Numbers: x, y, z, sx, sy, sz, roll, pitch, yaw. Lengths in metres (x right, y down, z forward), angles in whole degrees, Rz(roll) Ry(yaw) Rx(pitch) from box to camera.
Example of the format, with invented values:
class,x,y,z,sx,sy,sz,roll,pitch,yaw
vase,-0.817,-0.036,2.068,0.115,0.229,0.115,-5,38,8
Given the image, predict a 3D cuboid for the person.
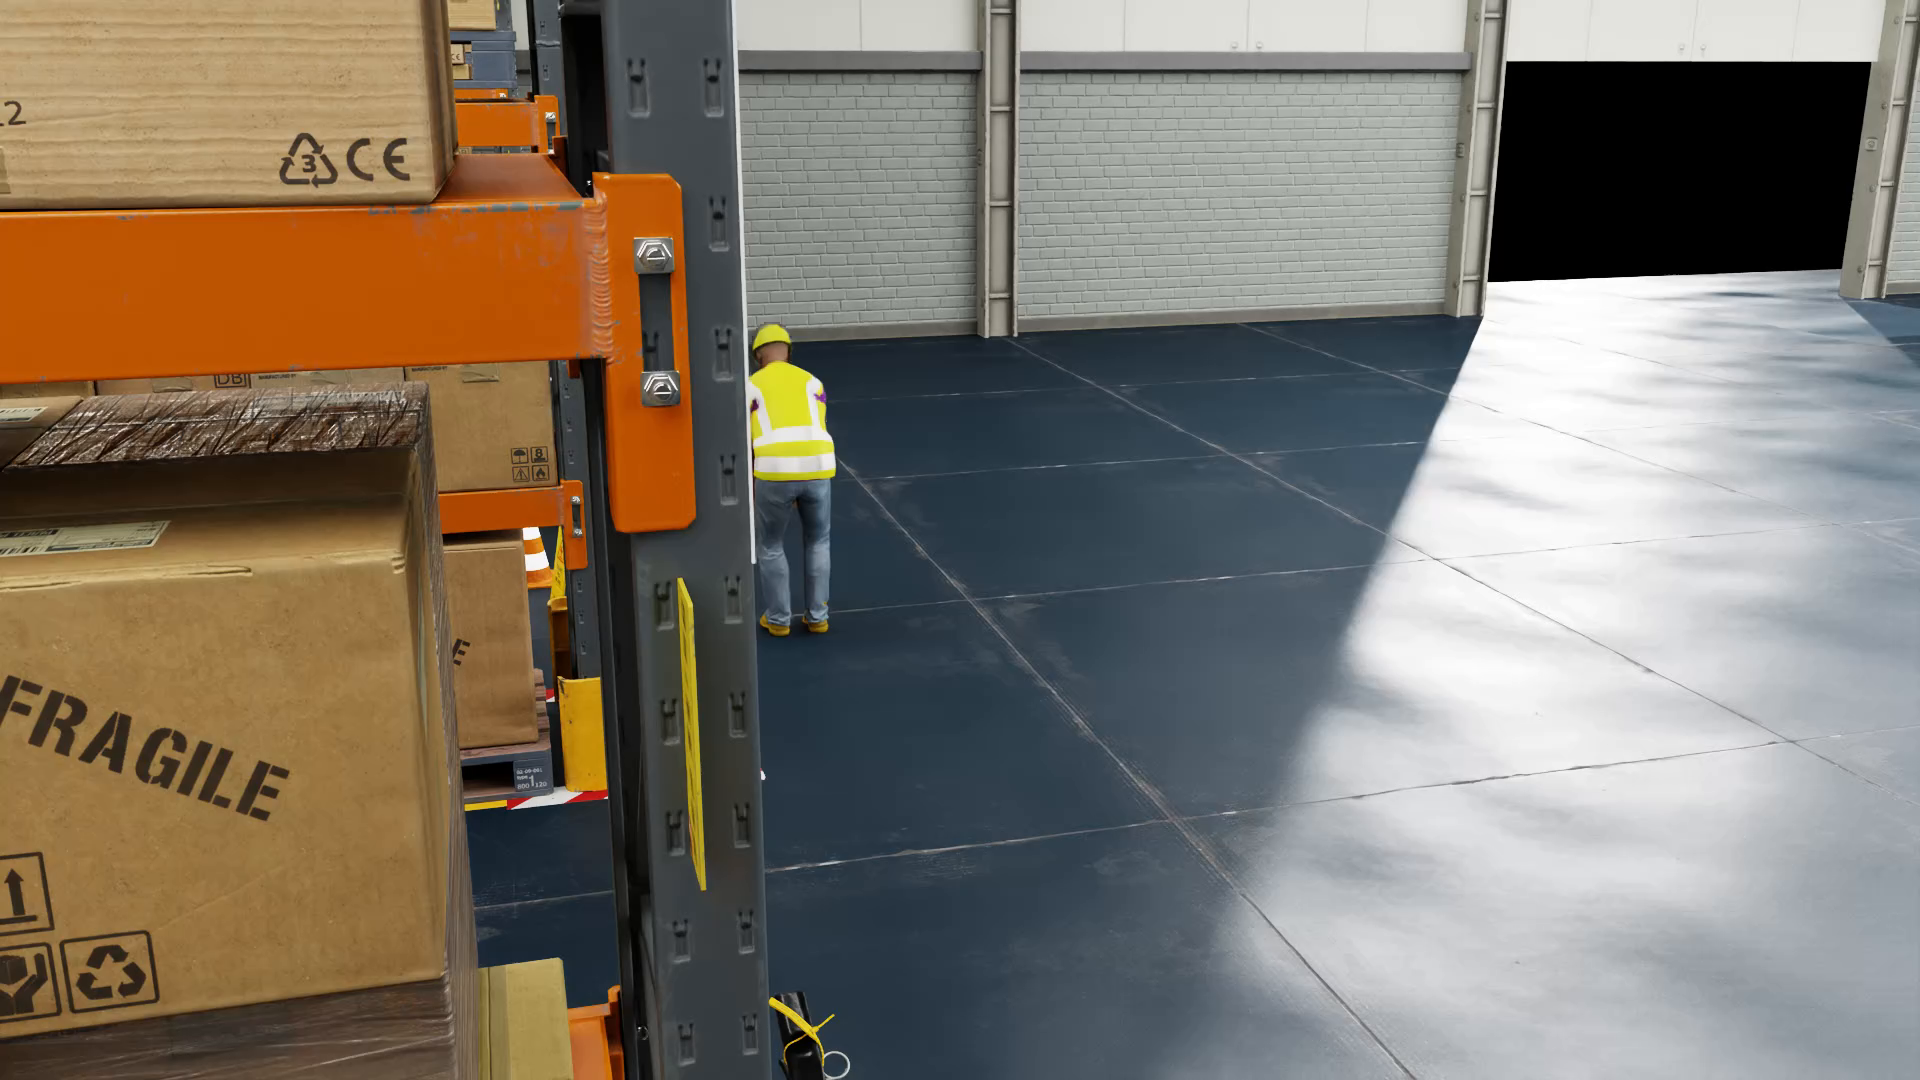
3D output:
class,x,y,z,sx,sy,sz,roll,pitch,yaw
person,-0.938,-0.323,8.905,0.480,1.608,0.749,-5,17,-16
